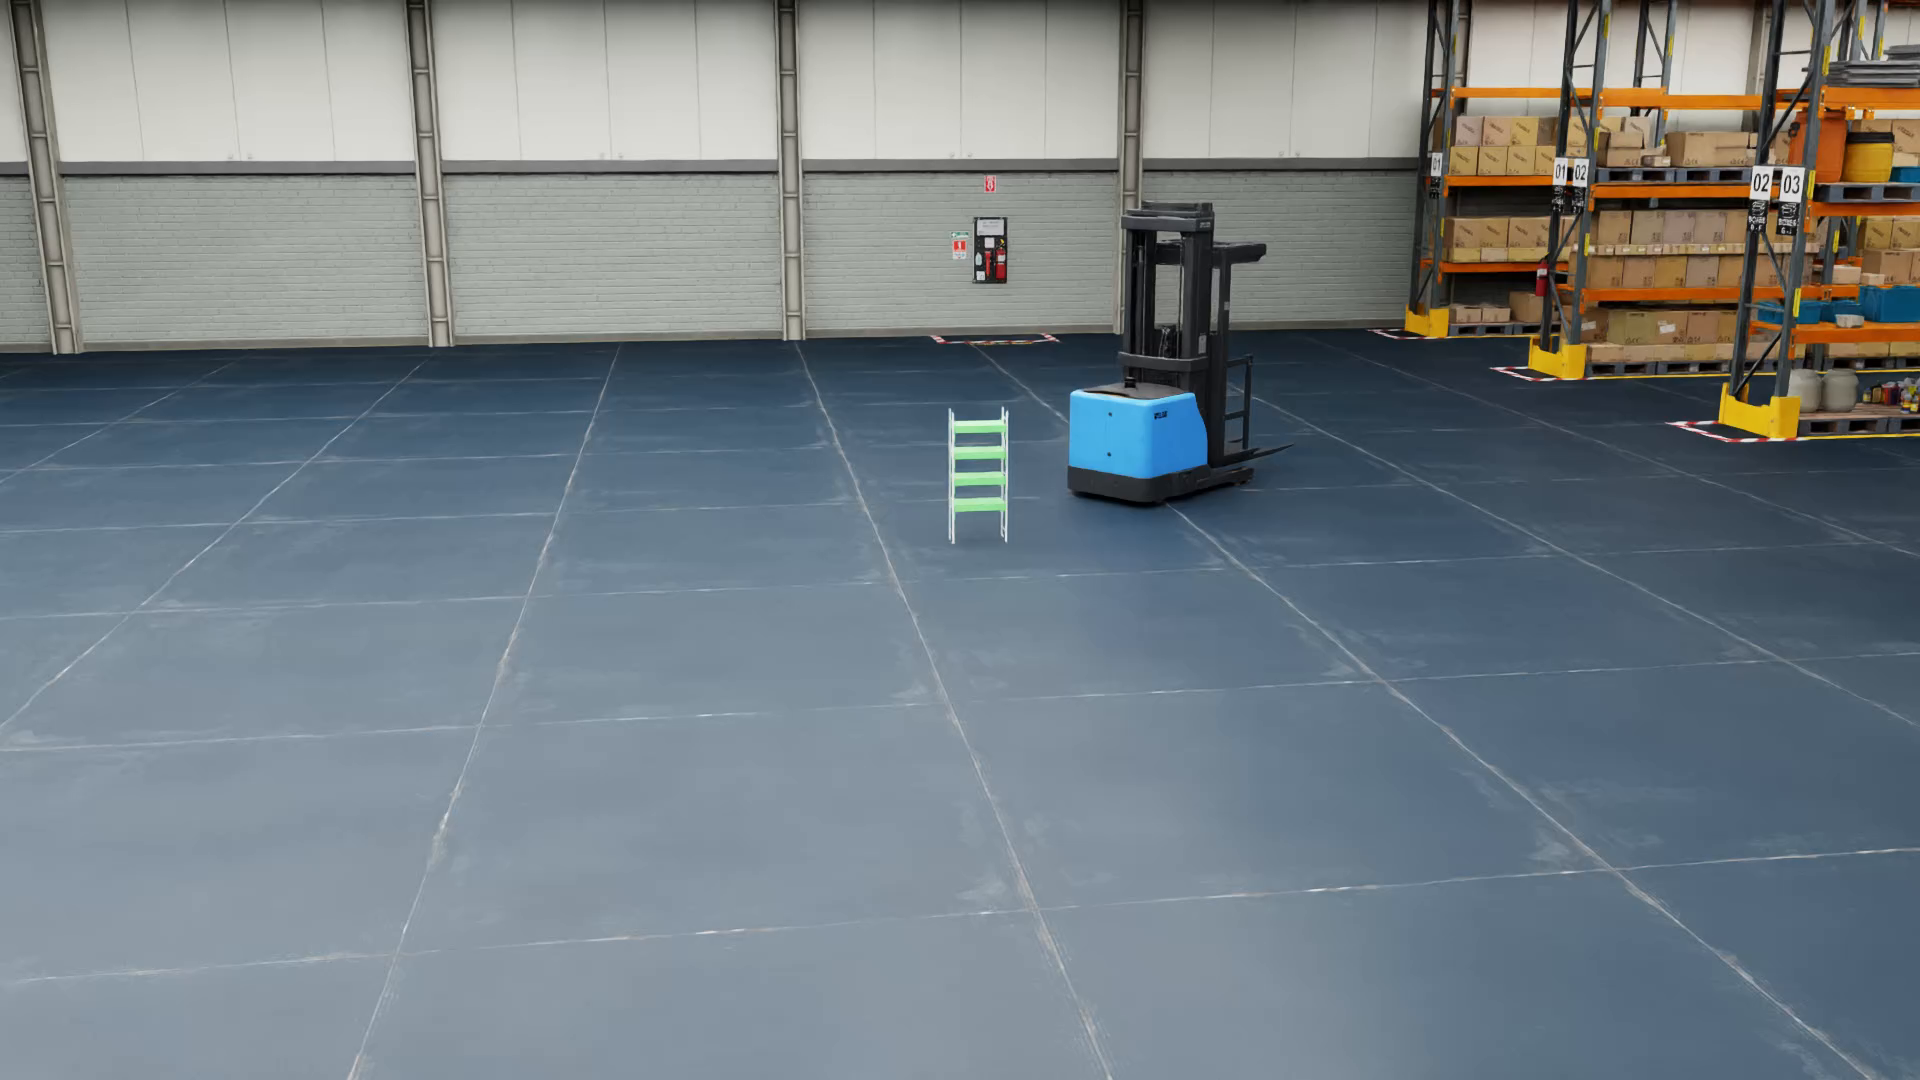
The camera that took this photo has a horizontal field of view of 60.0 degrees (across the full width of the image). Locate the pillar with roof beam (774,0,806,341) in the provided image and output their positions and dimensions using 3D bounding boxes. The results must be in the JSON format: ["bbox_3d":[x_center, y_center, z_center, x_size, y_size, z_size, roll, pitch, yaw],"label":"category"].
[{"bbox_3d":[-2.287,-6.873,24.127,0.400,9.000,9.100,-2,14,-8],"label":"pillar with roof beam"}]

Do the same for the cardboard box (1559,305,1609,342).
[{"bbox_3d":[9.602,-3.333,25.594,0.500,0.500,0.500,-2,14,-8],"label":"cardboard box"}]

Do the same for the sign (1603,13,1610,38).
[{"bbox_3d":[9.193,-7.314,23.643,0.005,0.325,0.100,-2,14,-8],"label":"sign"}]

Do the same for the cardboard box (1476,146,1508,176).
[{"bbox_3d":[9.279,-6.676,29.262,0.500,0.500,0.500,-1,14,-5],"label":"cardboard box"}]

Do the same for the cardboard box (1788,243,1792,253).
[{"bbox_3d":[12.590,-4.447,25.247,0.250,0.149,0.380,-2,14,-9],"label":"cardboard box"}]

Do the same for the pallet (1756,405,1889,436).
[{"bbox_3d":[10.723,-1.506,20.795,1.213,0.211,1.003,-2,14,-8],"label":"pallet"}]

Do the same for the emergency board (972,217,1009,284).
[{"bbox_3d":[0.556,-5.135,29.533,0.643,1.169,0.194,-2,14,-8],"label":"emergency board"}]

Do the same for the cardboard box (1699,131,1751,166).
[{"bbox_3d":[11.424,-5.901,25.054,0.637,0.503,0.797,-1,14,-2],"label":"cardboard box"}]

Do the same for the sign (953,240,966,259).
[{"bbox_3d":[-0.007,-5.158,29.547,0.234,0.329,0.001,-2,14,-8],"label":"sign"}]

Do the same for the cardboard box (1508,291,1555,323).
[{"bbox_3d":[10.369,-4.239,30.194,0.500,0.500,0.700,-3,14,-12],"label":"cardboard box"}]

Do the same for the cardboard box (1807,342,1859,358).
[{"bbox_3d":[13.507,-2.978,25.721,0.500,0.250,0.500,-2,14,-10],"label":"cardboard box"}]

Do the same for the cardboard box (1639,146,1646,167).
[{"bbox_3d":[11.865,-6.780,29.678,0.500,0.500,0.500,-2,14,-7],"label":"cardboard box"}]

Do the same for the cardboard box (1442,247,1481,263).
[{"bbox_3d":[8.904,-5.078,29.571,0.500,0.250,0.500,-3,14,-10],"label":"cardboard box"}]

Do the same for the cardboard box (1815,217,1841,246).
[{"bbox_3d":[15.822,-5.732,30.802,0.500,0.500,0.700,-4,15,-15],"label":"cardboard box"}]

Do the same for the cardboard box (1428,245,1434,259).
[{"bbox_3d":[8.808,-5.200,30.059,0.500,0.250,0.500,-2,14,-7],"label":"cardboard box"}]

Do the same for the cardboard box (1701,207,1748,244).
[{"bbox_3d":[11.639,-4.777,25.231,0.500,0.500,0.700,-2,14,-8],"label":"cardboard box"}]

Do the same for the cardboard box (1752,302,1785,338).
[{"bbox_3d":[12.566,-3.446,26.042,0.500,0.500,0.500,-2,14,-8],"label":"cardboard box"}]

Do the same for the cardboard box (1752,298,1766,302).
[{"bbox_3d":[14.567,-4.437,30.980,0.500,0.500,0.700,-2,14,-9],"label":"cardboard box"}]

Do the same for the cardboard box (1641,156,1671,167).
[{"bbox_3d":[10.306,-5.613,24.637,0.250,0.149,0.380,-2,14,-8],"label":"cardboard box"}]

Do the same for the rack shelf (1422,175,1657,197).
[{"bbox_3d":[10.352,-6.378,29.801,4.000,0.370,1.077,-2,14,-8],"label":"rack shelf"}]

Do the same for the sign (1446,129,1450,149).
[{"bbox_3d":[8.456,-6.948,28.798,0.005,0.325,0.100,-2,14,-8],"label":"sign"}]

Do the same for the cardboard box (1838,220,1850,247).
[{"bbox_3d":[16.713,-5.773,31.216,0.500,0.500,0.500,-2,14,-8],"label":"cardboard box"}]

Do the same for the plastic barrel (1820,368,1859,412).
[{"bbox_3d":[10.986,-1.874,20.780,0.421,0.512,0.421,0,14,0],"label":"plastic barrel"}]

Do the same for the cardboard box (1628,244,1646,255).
[{"bbox_3d":[10.044,-4.353,24.873,0.250,0.149,0.380,-2,14,-8],"label":"cardboard box"}]

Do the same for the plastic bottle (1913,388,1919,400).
[{"bbox_3d":[12.216,-1.832,21.208,0.097,0.201,0.097,0,14,0],"label":"plastic bottle"}]

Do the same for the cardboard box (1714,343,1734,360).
[{"bbox_3d":[11.658,-2.917,25.474,0.500,0.250,0.500,-2,14,-8],"label":"cardboard box"}]

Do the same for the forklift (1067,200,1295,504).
[{"bbox_3d":[2.472,-2.069,17.445,1.130,2.935,3.031,13,19,41],"label":"forklift"}]

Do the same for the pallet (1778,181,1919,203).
[{"bbox_3d":[10.683,-4.187,19.971,1.213,0.211,1.003,-2,14,-8],"label":"pallet"}]

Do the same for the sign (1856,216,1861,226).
[{"bbox_3d":[16.375,-5.883,30.295,0.005,0.325,0.100,-2,14,-8],"label":"sign"}]

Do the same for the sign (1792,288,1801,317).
[{"bbox_3d":[9.928,-2.819,19.725,0.005,0.325,0.100,-2,14,-8],"label":"sign"}]

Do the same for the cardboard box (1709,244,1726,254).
[{"bbox_3d":[11.317,-4.399,25.058,0.250,0.149,0.380,-2,14,-6],"label":"cardboard box"}]

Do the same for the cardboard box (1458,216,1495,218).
[{"bbox_3d":[9.308,-5.585,30.049,0.500,0.500,0.500,-2,14,-8],"label":"cardboard box"}]

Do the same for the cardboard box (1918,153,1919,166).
[{"bbox_3d":[14.971,-5.794,25.437,0.500,0.250,0.500,-3,14,-13],"label":"cardboard box"}]

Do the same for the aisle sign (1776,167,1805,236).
[{"bbox_3d":[9.823,-4.005,19.680,0.004,0.787,0.394,-2,14,-8],"label":"aisle sign"}]

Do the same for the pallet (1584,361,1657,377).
[{"bbox_3d":[9.866,-2.694,25.529,1.213,0.211,1.003,-2,14,-8],"label":"pallet"}]

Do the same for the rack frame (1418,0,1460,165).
[{"bbox_3d":[8.375,-8.110,29.060,0.127,3.000,1.000,-2,14,-8],"label":"rack frame"}]

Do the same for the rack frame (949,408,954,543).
[{"bbox_3d":[-0.078,-0.579,15.065,0.015,1.200,0.240,-2,14,-8],"label":"rack frame"}]

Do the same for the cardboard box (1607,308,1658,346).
[{"bbox_3d":[10.174,-3.227,25.169,0.500,0.500,0.500,-2,14,-8],"label":"cardboard box"}]

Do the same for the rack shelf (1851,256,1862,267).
[{"bbox_3d":[18.263,-5.213,31.322,4.000,0.370,1.077,-2,14,-8],"label":"rack shelf"}]

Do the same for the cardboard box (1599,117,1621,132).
[{"bbox_3d":[11.332,-7.237,29.444,0.500,0.500,0.500,-1,14,-5],"label":"cardboard box"}]

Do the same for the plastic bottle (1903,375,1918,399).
[{"bbox_3d":[12.155,-1.932,21.300,0.185,0.351,0.144,-2,14,-6],"label":"plastic bottle"}]

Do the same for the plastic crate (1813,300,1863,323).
[{"bbox_3d":[10.944,-2.857,20.753,0.408,0.251,0.499,-2,14,-8],"label":"plastic crate"}]

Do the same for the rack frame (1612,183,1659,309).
[{"bbox_3d":[12.330,-5.345,30.367,0.127,3.000,1.000,-2,14,-8],"label":"rack frame"}]

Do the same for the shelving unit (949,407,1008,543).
[{"bbox_3d":[0.164,-0.588,15.100,0.503,1.200,0.258,-2,14,-8],"label":"shelving unit"}]

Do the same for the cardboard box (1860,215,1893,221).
[{"bbox_3d":[16.801,-6.011,30.626,0.500,0.250,0.500,-2,14,-7],"label":"cardboard box"}]

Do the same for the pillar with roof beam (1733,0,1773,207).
[{"bbox_3d":[15.512,-7.525,26.728,0.400,9.000,9.100,-2,14,-8],"label":"pillar with roof beam"}]

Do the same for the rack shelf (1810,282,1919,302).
[{"bbox_3d":[15.049,-3.877,25.993,4.000,0.370,1.077,-2,14,-8],"label":"rack shelf"}]

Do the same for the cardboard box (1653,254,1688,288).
[{"bbox_3d":[10.590,-4.108,25.228,0.500,0.500,0.700,-2,14,-8],"label":"cardboard box"}]

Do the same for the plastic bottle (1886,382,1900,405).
[{"bbox_3d":[11.871,-1.862,21.158,0.133,0.283,0.061,-2,14,-8],"label":"plastic bottle"}]

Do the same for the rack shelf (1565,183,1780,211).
[{"bbox_3d":[11.094,-5.187,25.050,4.000,0.370,1.077,-2,14,-8],"label":"rack shelf"}]

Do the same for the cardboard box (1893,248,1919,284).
[{"bbox_3d":[14.850,-4.263,25.848,0.500,0.500,0.500,-2,14,-8],"label":"cardboard box"}]

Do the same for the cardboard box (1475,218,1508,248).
[{"bbox_3d":[9.382,-5.461,29.557,0.500,0.500,0.500,-2,14,-8],"label":"cardboard box"}]
